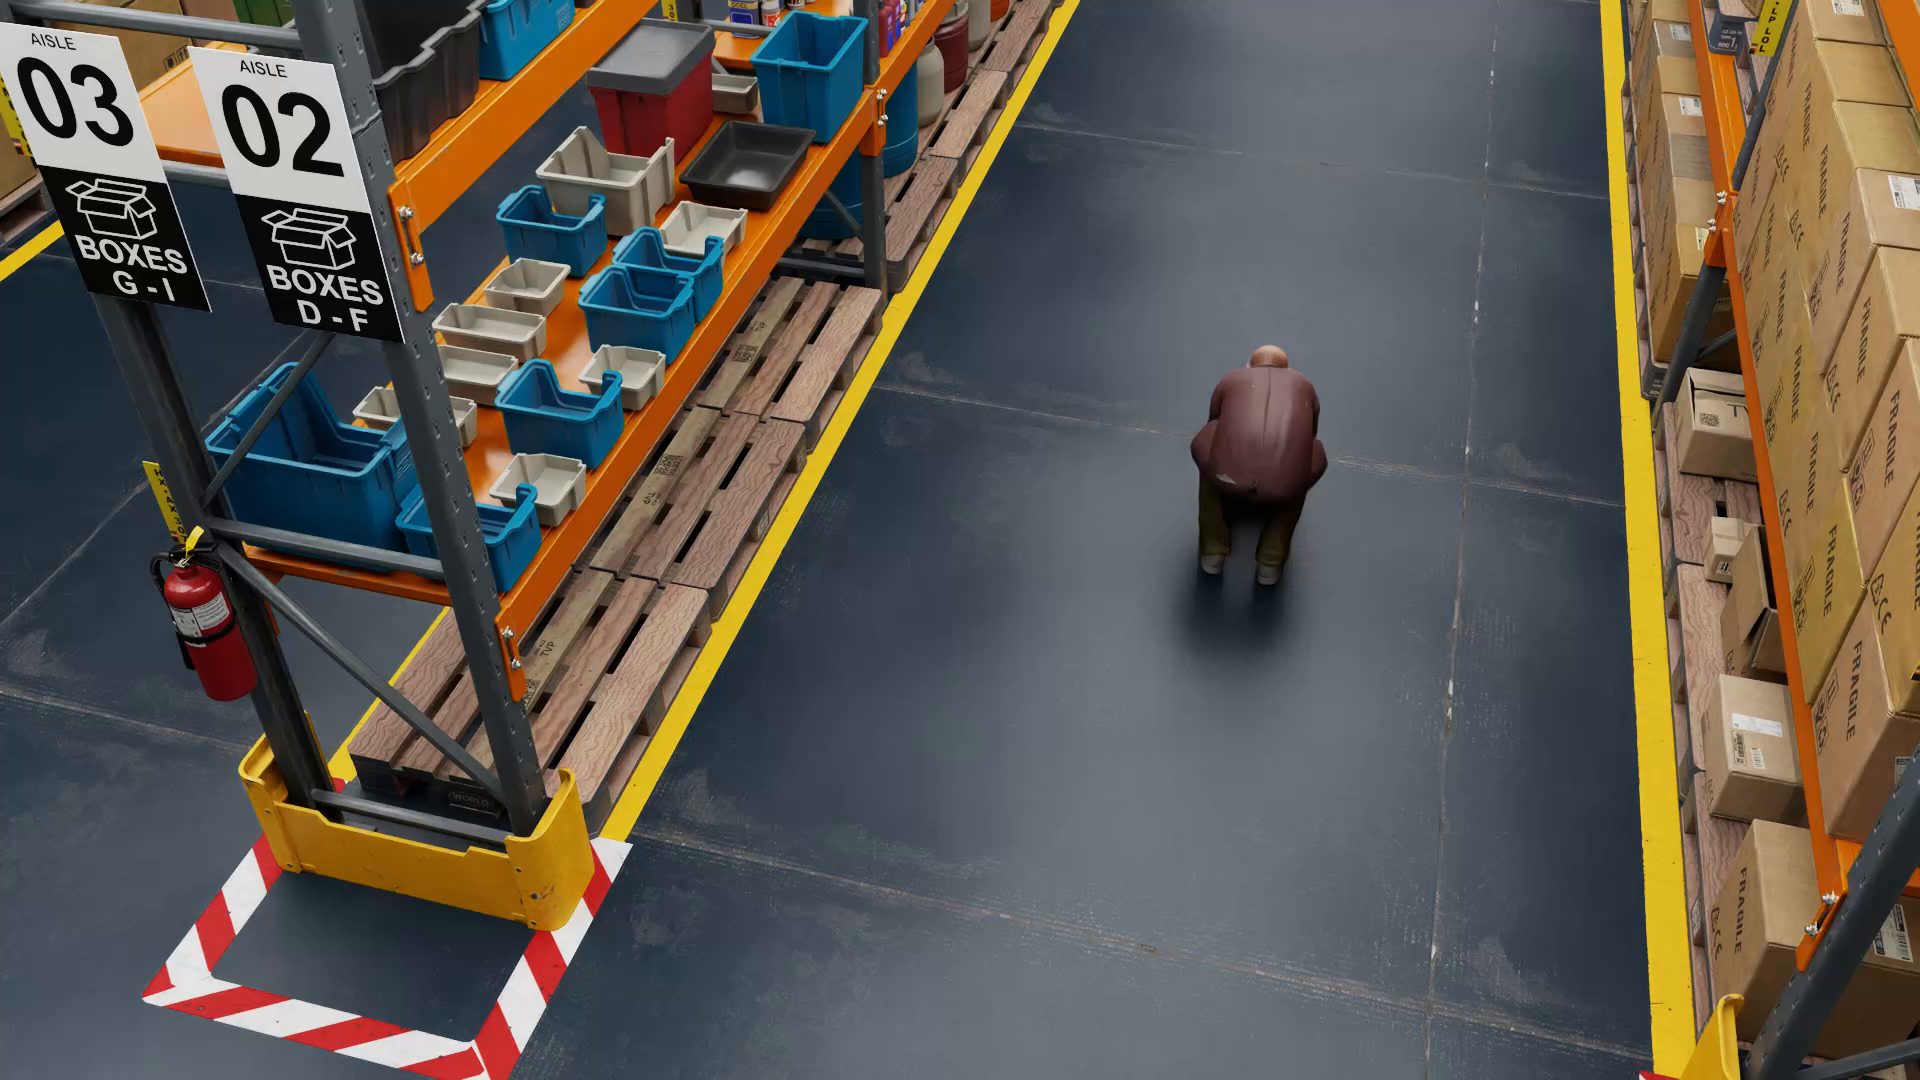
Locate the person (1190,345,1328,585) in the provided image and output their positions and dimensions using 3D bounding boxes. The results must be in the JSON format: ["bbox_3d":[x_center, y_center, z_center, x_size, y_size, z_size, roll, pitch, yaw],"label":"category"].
[{"bbox_3d":[1.306,-0.354,7.288,0.592,0.898,0.953,8,41,10],"label":"person"}]
